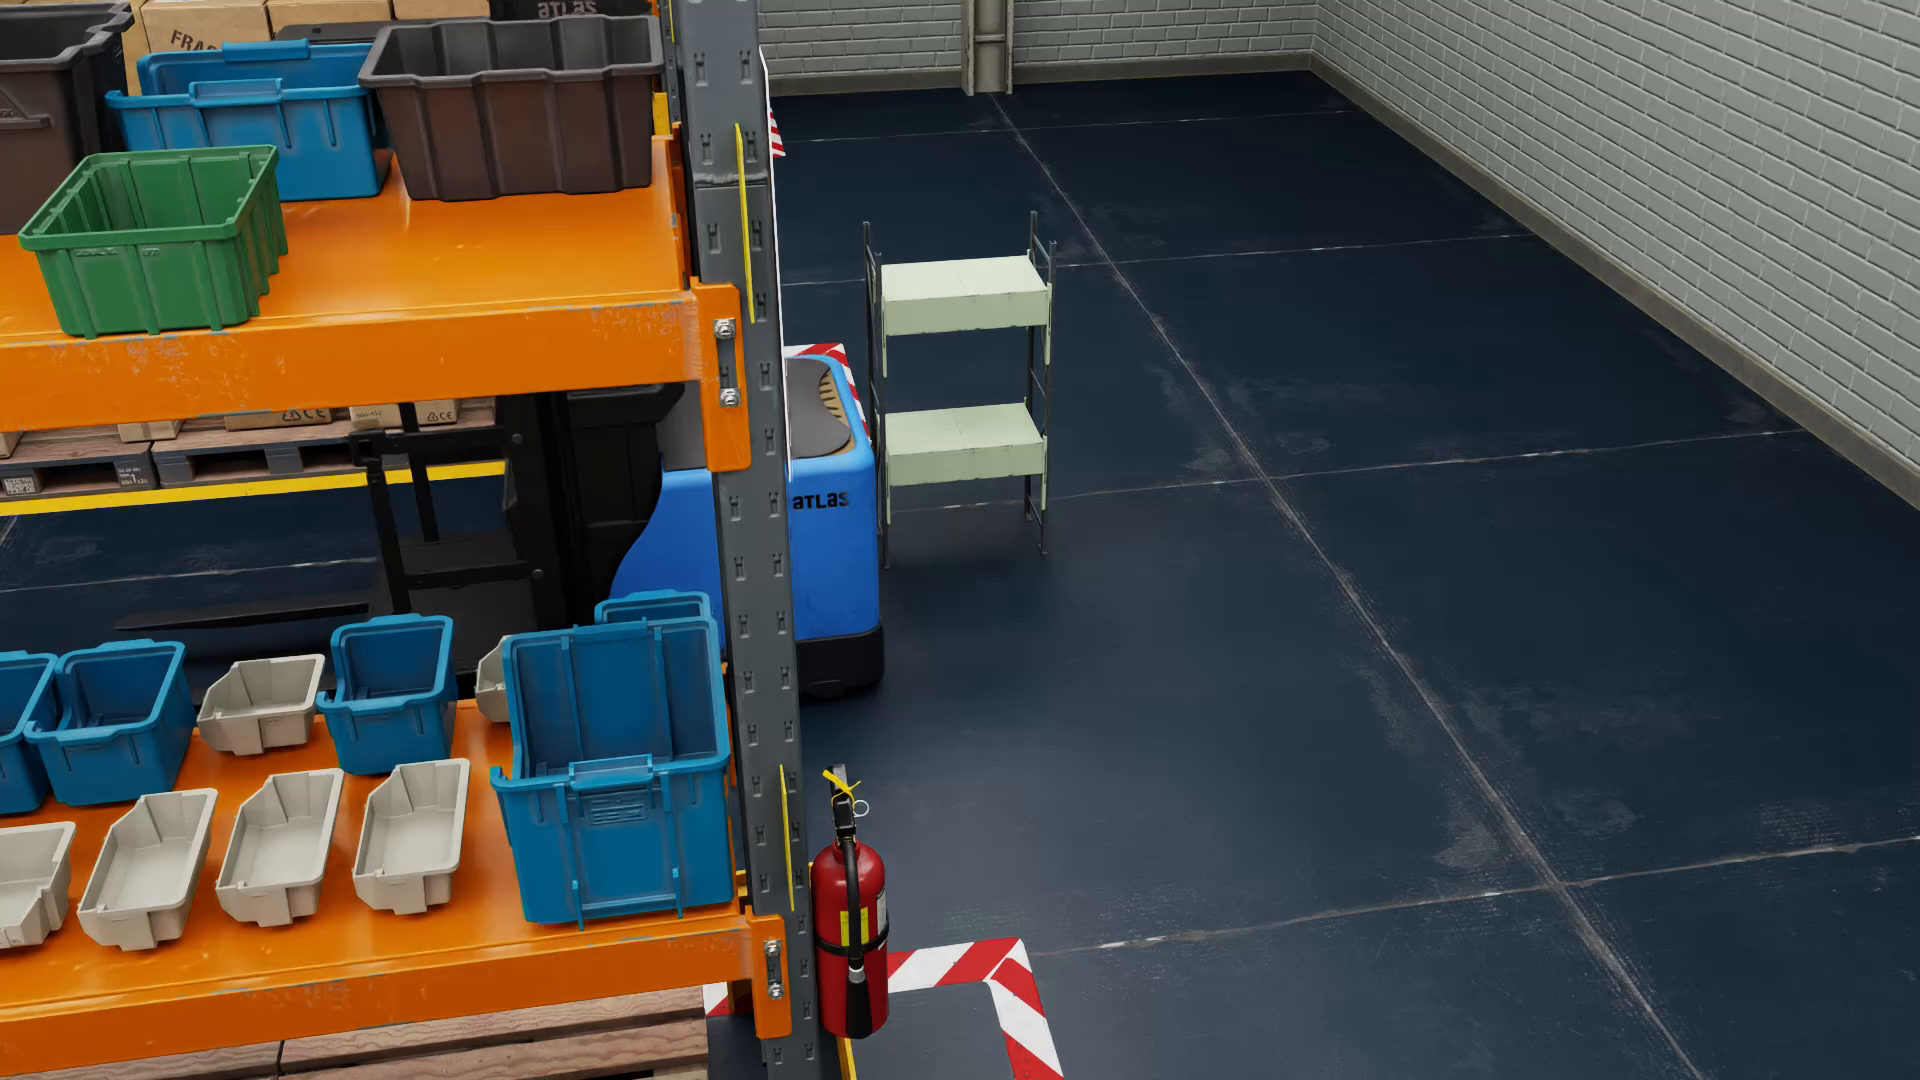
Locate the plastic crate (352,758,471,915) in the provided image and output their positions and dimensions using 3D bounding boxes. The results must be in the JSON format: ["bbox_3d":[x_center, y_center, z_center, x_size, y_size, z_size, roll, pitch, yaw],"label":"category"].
[{"bbox_3d":[-1.254,0.687,3.823,0.243,0.136,0.396,-5,31,-9],"label":"plastic crate"}]

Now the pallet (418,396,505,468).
[{"bbox_3d":[-2.231,-0.753,8.823,1.213,0.211,1.003,-5,31,-9],"label":"pallet"}]

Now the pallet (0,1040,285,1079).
[{"bbox_3d":[-2.500,1.802,4.477,1.213,0.211,1.003,-5,31,-9],"label":"pallet"}]

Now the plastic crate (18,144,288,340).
[{"bbox_3d":[-1.403,-0.535,2.950,0.336,0.188,0.450,-5,31,-9],"label":"plastic crate"}]

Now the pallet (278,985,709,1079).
[{"bbox_3d":[-1.302,1.693,4.663,1.213,0.211,1.003,-5,31,-9],"label":"pallet"}]

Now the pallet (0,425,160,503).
[{"bbox_3d":[-4.631,-0.530,8.444,1.213,0.211,1.003,-5,31,-9],"label":"pallet"}]

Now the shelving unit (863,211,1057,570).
[{"bbox_3d":[-0.007,-0.646,7.369,0.755,1.500,0.431,-5,31,-9],"label":"shelving unit"}]

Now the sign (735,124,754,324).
[{"bbox_3d":[-0.369,-0.541,2.854,0.005,0.325,0.100,-5,31,-9],"label":"sign"}]

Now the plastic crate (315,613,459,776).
[{"bbox_3d":[-1.434,0.399,4.217,0.300,0.233,0.416,-5,31,-9],"label":"plastic crate"}]

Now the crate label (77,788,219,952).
[{"bbox_3d":[-1.811,0.744,3.726,0.243,0.136,0.396,-5,31,-9],"label":"crate label"}]

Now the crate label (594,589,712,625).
[{"bbox_3d":[-0.786,0.339,4.320,0.303,0.233,0.416,-5,31,-9],"label":"crate label"}]

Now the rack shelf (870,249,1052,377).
[{"bbox_3d":[-0.007,-0.982,7.171,0.720,0.370,0.431,-5,31,-9],"label":"rack shelf"}]

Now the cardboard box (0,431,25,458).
[{"bbox_3d":[-4.855,-0.631,8.083,0.500,0.311,0.500,-5,31,-9],"label":"cardboard box"}]

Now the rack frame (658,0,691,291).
[{"bbox_3d":[-1.373,-2.035,8.252,0.127,3.000,1.000,-5,31,-9],"label":"rack frame"}]

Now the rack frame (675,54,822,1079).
[{"bbox_3d":[-0.484,0.435,4.052,0.127,3.000,1.000,-5,31,-9],"label":"rack frame"}]

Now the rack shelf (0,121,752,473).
[{"bbox_3d":[-2.451,-0.366,3.163,4.000,0.370,1.077,-5,31,-9],"label":"rack shelf"}]

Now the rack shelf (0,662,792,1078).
[{"bbox_3d":[-2.451,0.927,3.923,4.000,0.370,1.077,-5,31,-9],"label":"rack shelf"}]

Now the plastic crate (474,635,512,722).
[{"bbox_3d":[-1.117,0.369,4.364,0.298,0.136,0.250,-5,31,-9],"label":"plastic crate"}]

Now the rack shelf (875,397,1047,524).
[{"bbox_3d":[-0.007,-0.365,7.534,0.720,0.370,0.431,-5,31,-9],"label":"rack shelf"}]

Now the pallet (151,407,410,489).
[{"bbox_3d":[-3.429,-0.643,8.636,1.213,0.211,1.003,-5,31,-9],"label":"pallet"}]

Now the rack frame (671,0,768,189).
[{"bbox_3d":[-0.484,-2.151,2.531,0.127,3.000,1.000,-5,31,-9],"label":"rack frame"}]

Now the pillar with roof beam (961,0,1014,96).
[{"bbox_3d":[1.007,-5.622,8.434,0.400,9.000,9.100,-5,31,-9],"label":"pillar with roof beam"}]

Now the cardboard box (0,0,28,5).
[{"bbox_3d":[-4.286,-2.094,7.267,0.500,0.500,0.500,-6,31,-10],"label":"cardboard box"}]

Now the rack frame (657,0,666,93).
[{"bbox_3d":[-2.268,-4.505,12.452,0.127,3.000,1.000,-5,31,-9],"label":"rack frame"}]

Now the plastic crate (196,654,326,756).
[{"bbox_3d":[-1.784,0.431,4.259,0.298,0.136,0.250,-5,31,-9],"label":"plastic crate"}]

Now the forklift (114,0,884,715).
[{"bbox_3d":[-1.876,-0.736,6.110,3.031,2.935,1.130,-6,31,-10],"label":"forklift"}]

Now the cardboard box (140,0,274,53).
[{"bbox_3d":[-3.272,-2.189,7.428,0.500,0.500,0.500,-4,31,-7],"label":"cardboard box"}]

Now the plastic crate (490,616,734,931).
[{"bbox_3d":[-0.780,0.517,3.817,0.499,0.435,0.616,-5,31,-9],"label":"plastic crate"}]

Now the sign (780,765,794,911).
[{"bbox_3d":[-0.369,0.637,3.546,0.005,0.325,0.100,-5,31,-9],"label":"sign"}]

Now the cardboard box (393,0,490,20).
[{"bbox_3d":[-2.258,-2.285,7.592,0.500,0.500,0.500,-4,31,-8],"label":"cardboard box"}]

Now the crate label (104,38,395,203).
[{"bbox_3d":[-1.450,-0.871,3.460,0.502,0.251,0.408,-5,31,-9],"label":"crate label"}]

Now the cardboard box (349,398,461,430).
[{"bbox_3d":[-2.803,-0.796,8.422,0.500,0.250,0.500,-5,31,-9],"label":"cardboard box"}]

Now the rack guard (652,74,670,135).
[{"bbox_3d":[-2.245,-3.430,13.089,0.348,0.500,1.175,-5,31,-9],"label":"rack guard"}]

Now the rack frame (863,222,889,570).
[{"bbox_3d":[-0.367,-0.612,7.312,0.023,1.500,0.400,-5,31,-9],"label":"rack frame"}]

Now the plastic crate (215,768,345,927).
[{"bbox_3d":[-1.541,0.706,3.790,0.243,0.136,0.396,-5,31,-9],"label":"plastic crate"}]

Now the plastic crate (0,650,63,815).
[{"bbox_3d":[-2.377,0.487,4.069,0.300,0.233,0.416,-5,31,-9],"label":"plastic crate"}]

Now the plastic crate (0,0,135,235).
[{"bbox_3d":[-2.036,-0.829,3.303,0.767,0.338,0.504,-5,31,-9],"label":"plastic crate"}]

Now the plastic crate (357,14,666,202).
[{"bbox_3d":[-0.913,-0.906,3.501,0.590,0.269,0.497,-5,31,-9],"label":"plastic crate"}]

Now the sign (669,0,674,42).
[{"bbox_3d":[-1.292,-2.392,7.405,0.005,0.325,0.100,-5,31,-9],"label":"sign"}]

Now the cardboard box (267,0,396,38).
[{"bbox_3d":[-2.767,-2.236,7.507,0.500,0.500,0.500,-4,31,-8],"label":"cardboard box"}]

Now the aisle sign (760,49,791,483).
[{"bbox_3d":[-0.360,-0.547,3.155,0.004,0.787,0.394,-5,31,-9],"label":"aisle sign"}]

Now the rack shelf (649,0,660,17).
[{"bbox_3d":[-4.236,-4.012,12.324,4.000,0.370,1.077,-5,31,-9],"label":"rack shelf"}]

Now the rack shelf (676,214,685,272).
[{"bbox_3d":[-3.340,-1.543,8.124,4.000,0.370,1.077,-5,31,-9],"label":"rack shelf"}]

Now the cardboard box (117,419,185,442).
[{"bbox_3d":[-4.006,-0.653,8.262,0.250,0.166,0.380,-5,31,-9],"label":"cardboard box"}]

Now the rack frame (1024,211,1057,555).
[{"bbox_3d":[0.353,-0.679,7.426,0.023,1.500,0.400,-5,31,-9],"label":"rack frame"}]

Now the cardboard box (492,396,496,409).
[{"bbox_3d":[-2.278,-0.839,8.579,0.250,0.166,0.380,-5,31,-9],"label":"cardboard box"}]

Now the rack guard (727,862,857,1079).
[{"bbox_3d":[-0.463,1.503,4.700,0.348,0.500,1.175,-5,31,-9],"label":"rack guard"}]

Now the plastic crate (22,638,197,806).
[{"bbox_3d":[-2.081,0.460,4.115,0.300,0.233,0.416,-5,31,-9],"label":"plastic crate"}]

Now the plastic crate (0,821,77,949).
[{"bbox_3d":[-2.099,0.780,3.665,0.250,0.136,0.298,-5,31,-9],"label":"plastic crate"}]

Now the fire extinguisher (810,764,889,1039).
[{"bbox_3d":[-0.254,0.842,3.804,0.183,0.674,0.296,-5,31,-9],"label":"fire extinguisher"}]

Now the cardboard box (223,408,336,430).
[{"bbox_3d":[-3.460,-0.958,8.448,0.637,0.503,0.797,-5,31,-9],"label":"cardboard box"}]

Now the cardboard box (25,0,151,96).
[{"bbox_3d":[-3.780,-2.141,7.347,0.500,0.500,0.500,-6,31,-10],"label":"cardboard box"}]
